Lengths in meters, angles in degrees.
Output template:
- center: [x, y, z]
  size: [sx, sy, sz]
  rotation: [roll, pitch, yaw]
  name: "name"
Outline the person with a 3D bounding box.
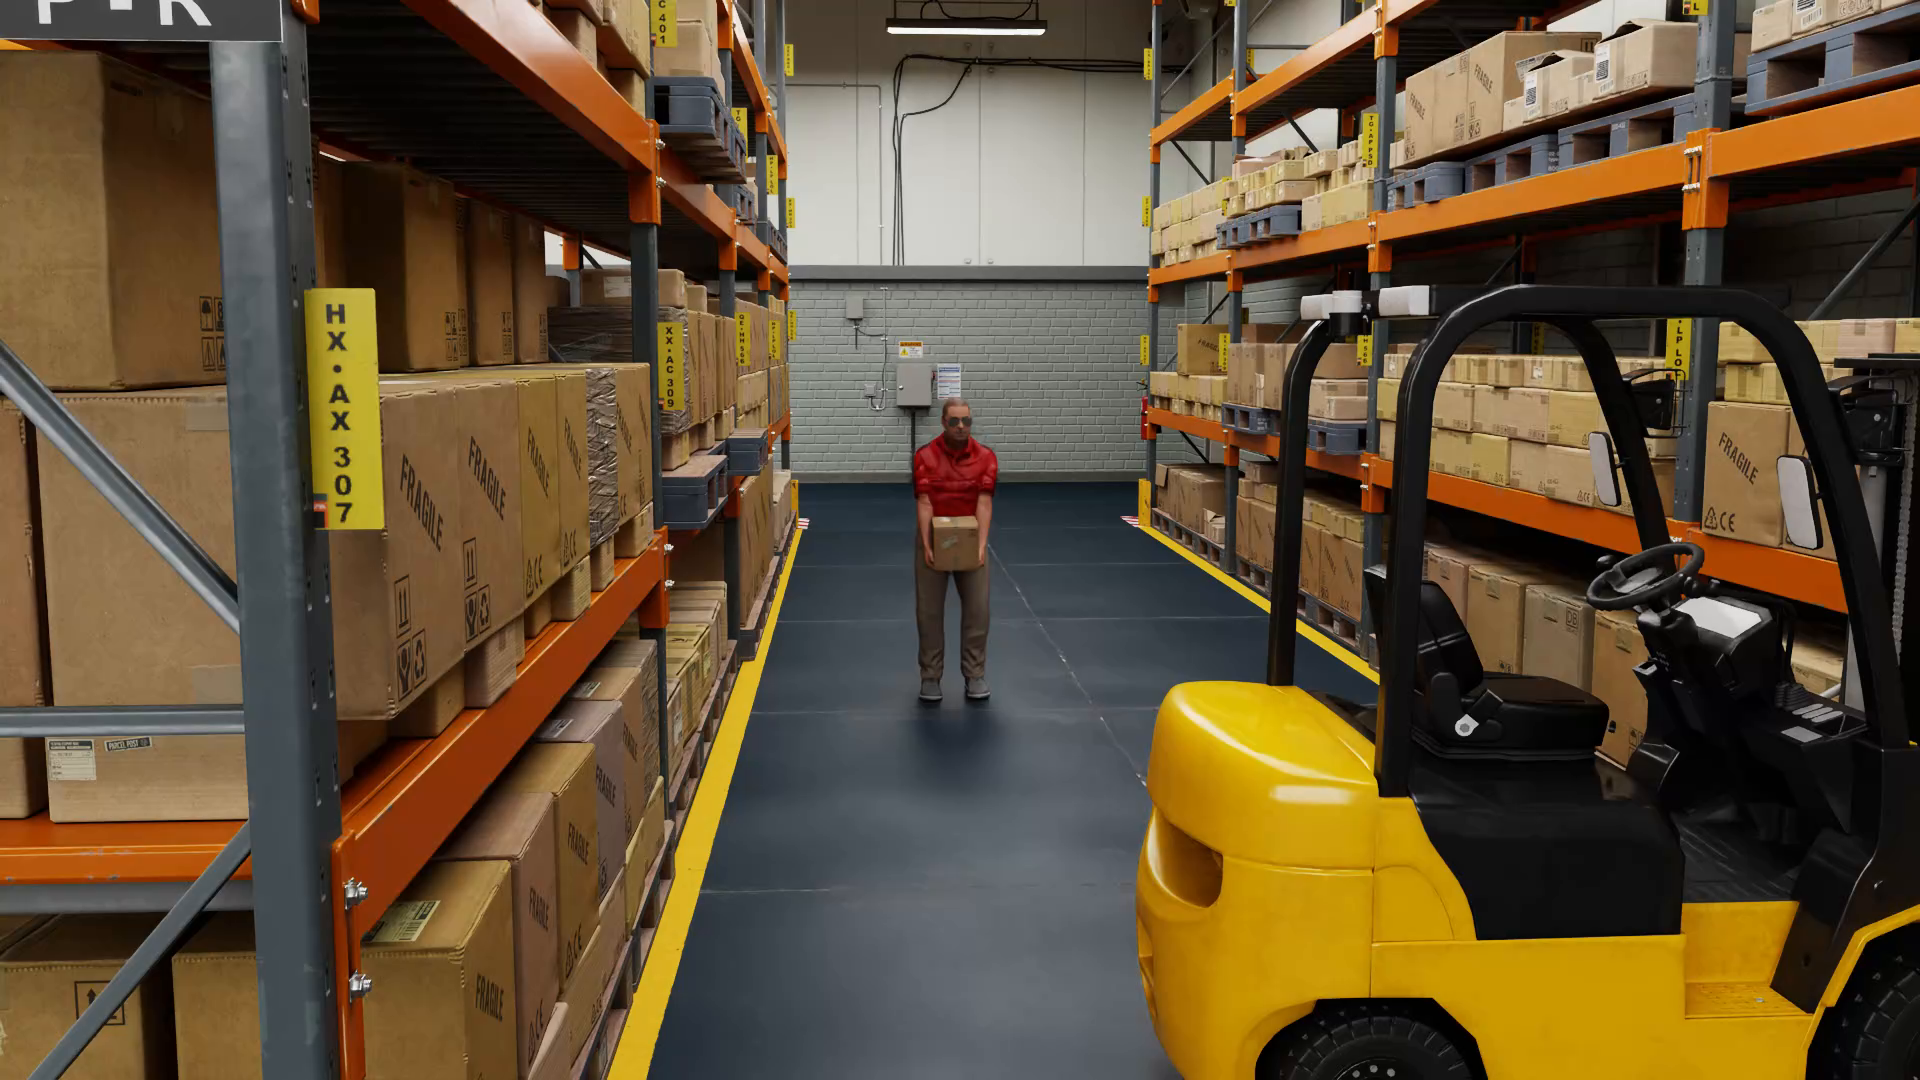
- center: [-0.026, 0.053, 9.467]
  size: [0.483, 1.714, 0.566]
  rotation: [-1, 7, -5]
  name: "person"
